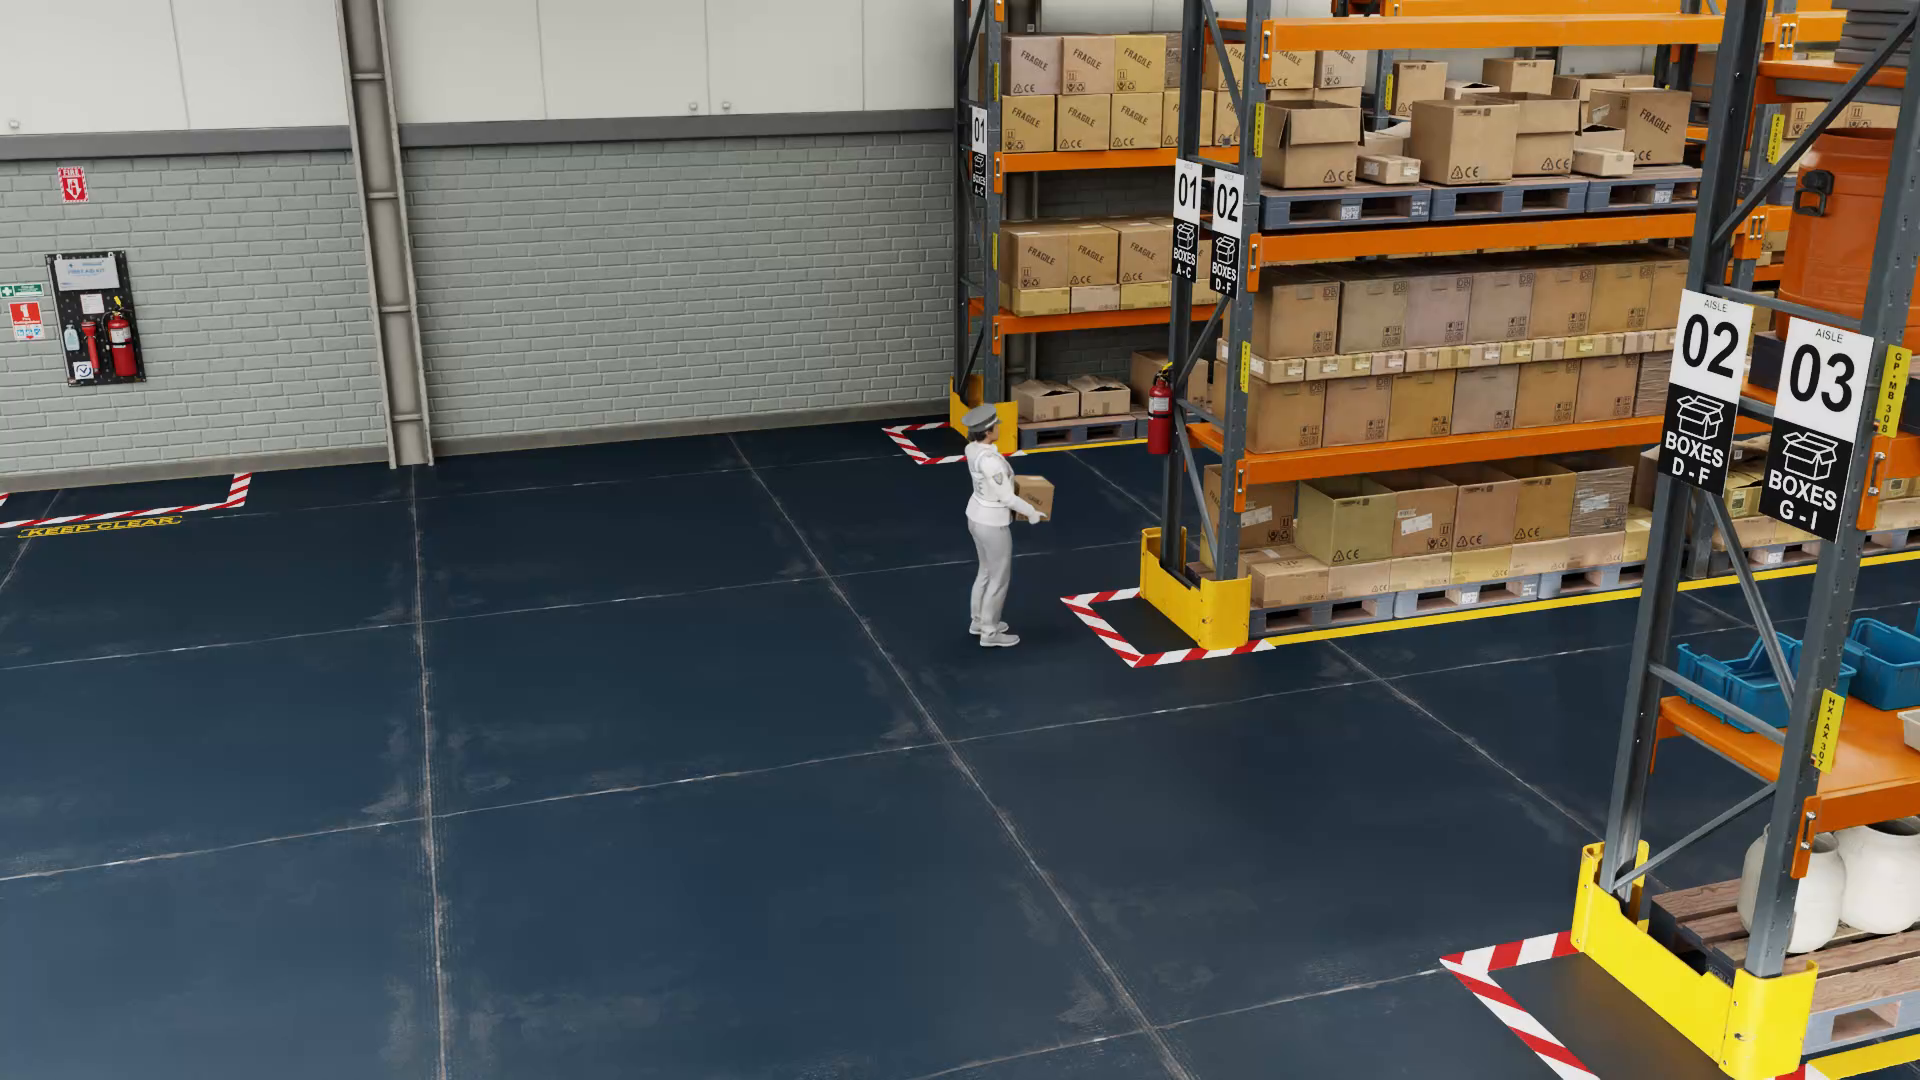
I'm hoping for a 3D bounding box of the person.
[{"bbox_3d":[0.285,-0.113,11.356,0.554,1.687,0.459,-6,20,-16],"label":"person"}]
